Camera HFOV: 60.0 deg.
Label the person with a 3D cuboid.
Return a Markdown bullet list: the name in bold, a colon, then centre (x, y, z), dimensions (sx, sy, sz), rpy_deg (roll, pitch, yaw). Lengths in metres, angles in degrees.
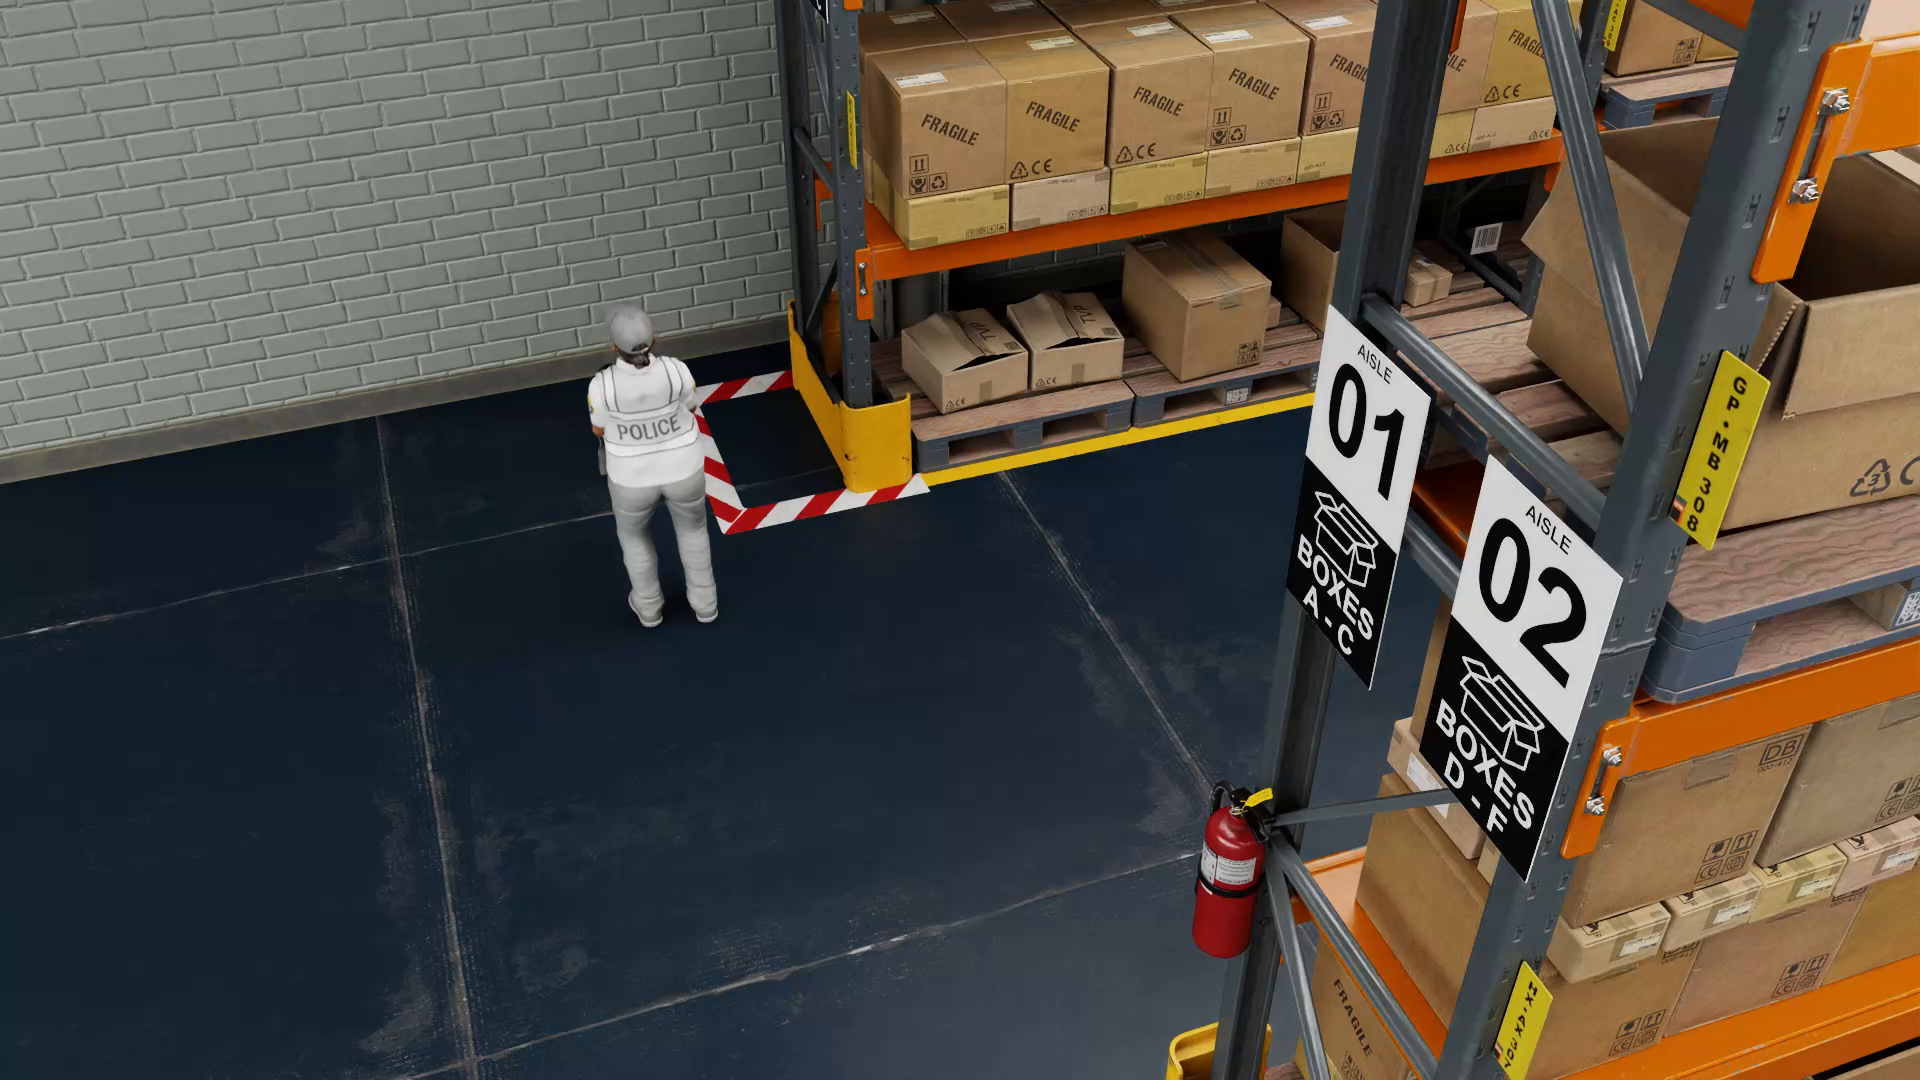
- **person**: centre (-1.348, -0.339, 7.221), dimensions (0.454, 1.655, 0.536), rpy_deg (-13, 40, -16)
